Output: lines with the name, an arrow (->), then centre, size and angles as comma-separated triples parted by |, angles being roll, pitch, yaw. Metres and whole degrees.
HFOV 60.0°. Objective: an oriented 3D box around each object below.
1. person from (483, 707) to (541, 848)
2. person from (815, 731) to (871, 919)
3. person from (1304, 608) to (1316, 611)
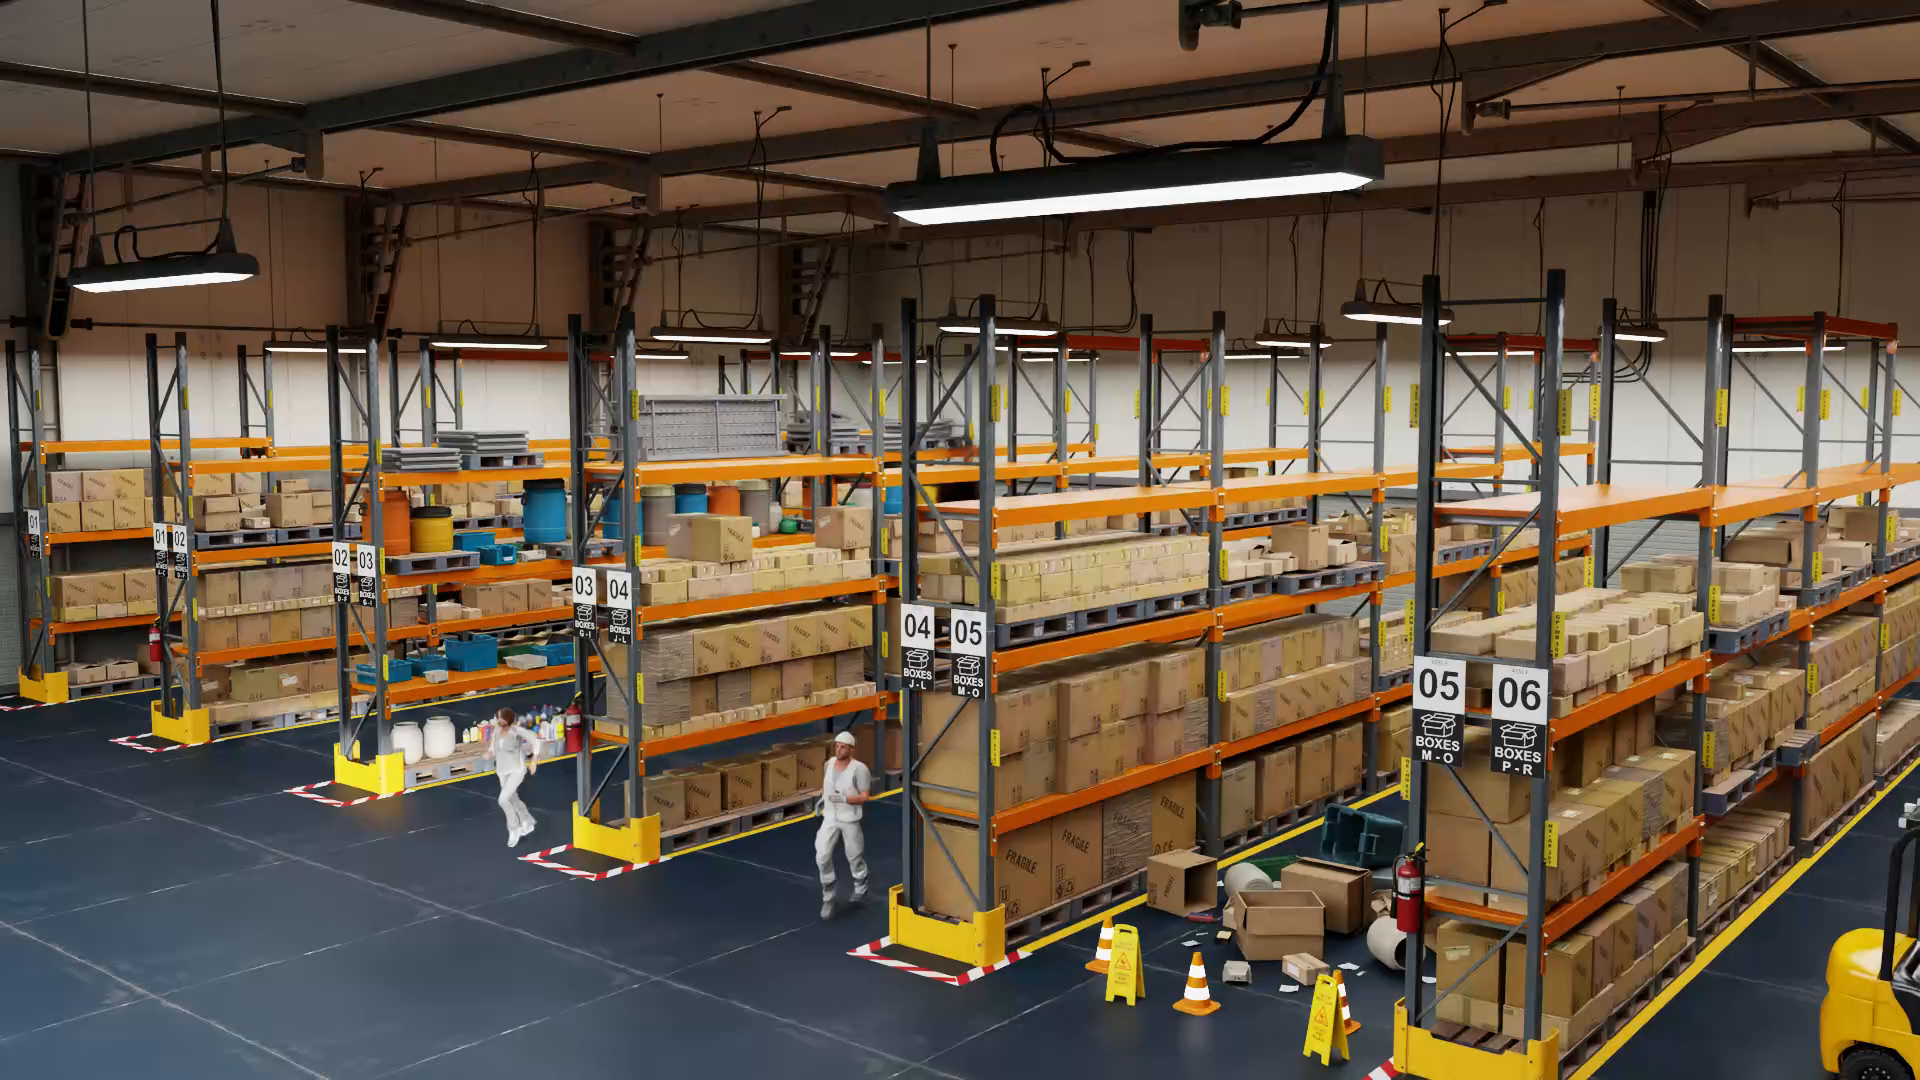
person -> -5.110, 2.675, 18.958 | 0.560, 1.589, 0.737 | 3, 6, 27
person -> -1.166, 2.801, 16.408 | 0.645, 1.841, 0.767 | 2, 6, 21
person -> 5.754, 1.855, 27.495 | 0.655, 1.674, 0.601 | 3, 6, 32
